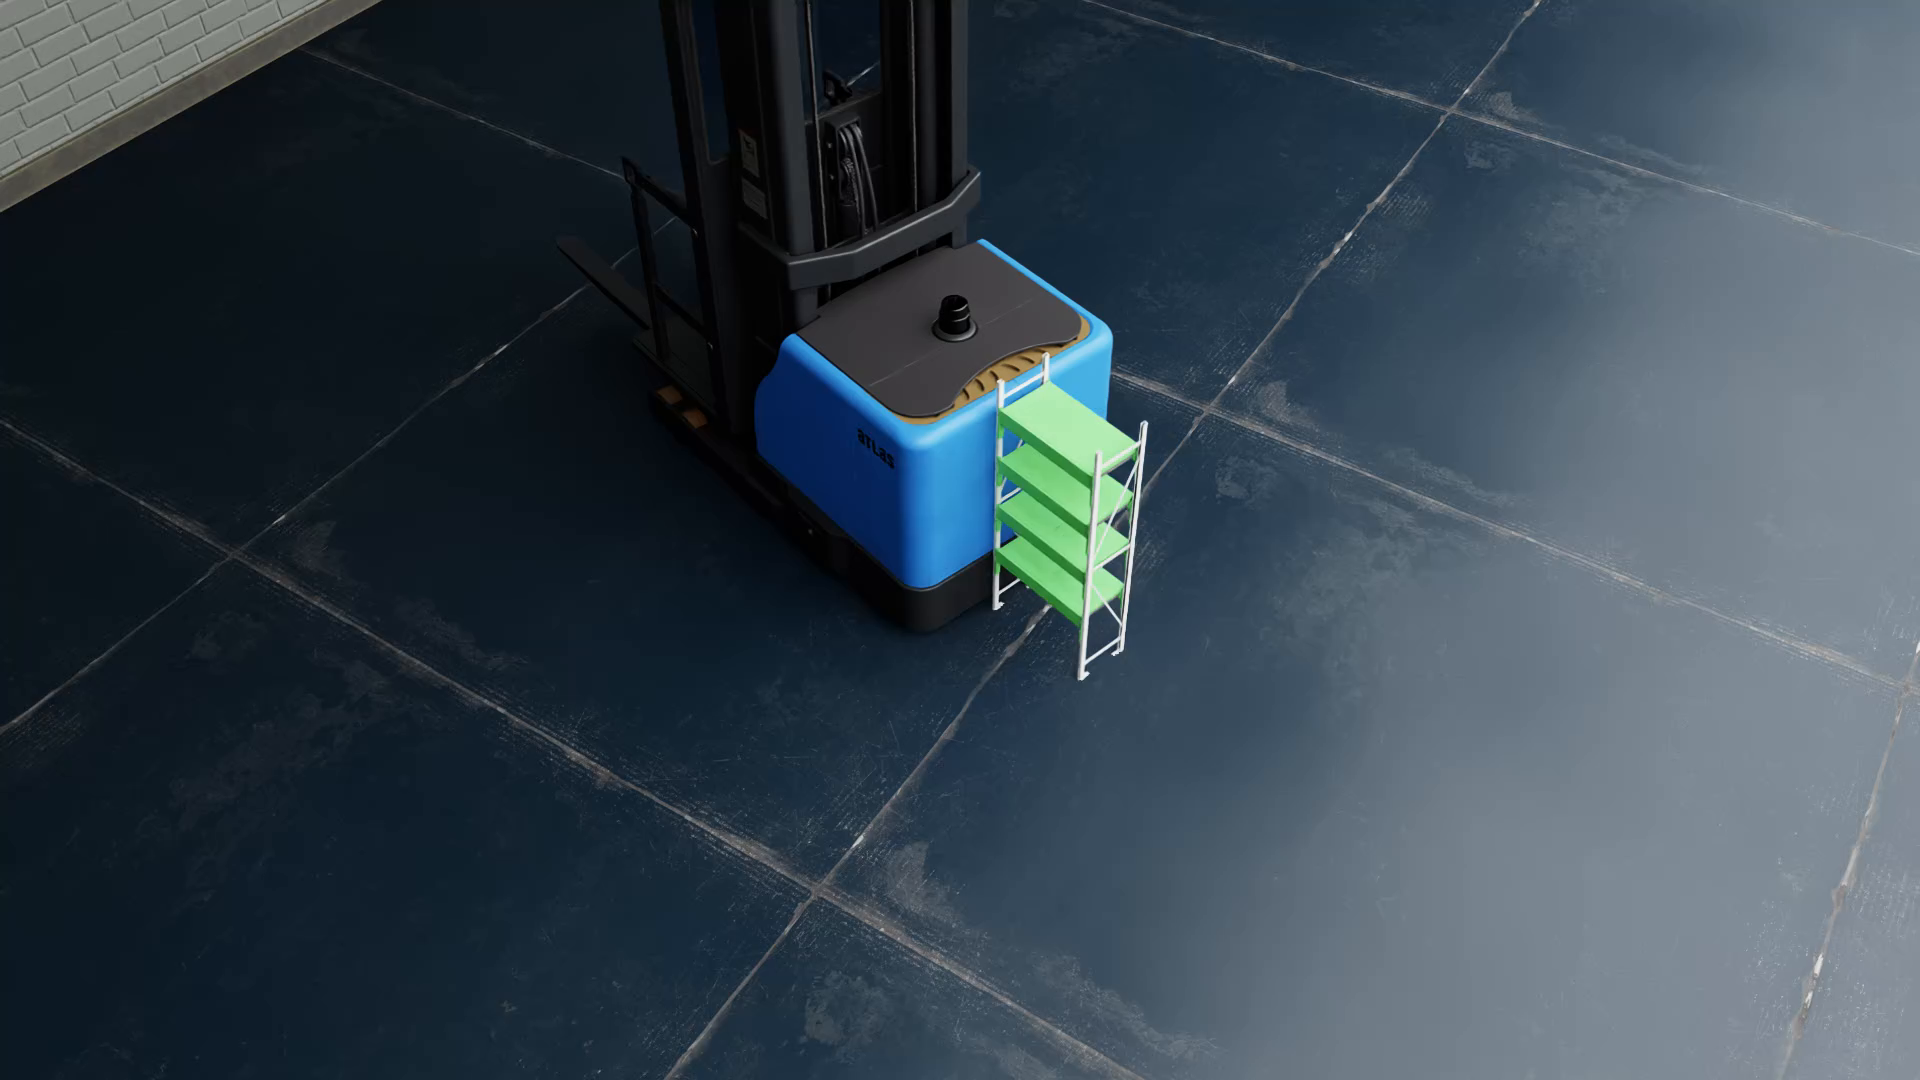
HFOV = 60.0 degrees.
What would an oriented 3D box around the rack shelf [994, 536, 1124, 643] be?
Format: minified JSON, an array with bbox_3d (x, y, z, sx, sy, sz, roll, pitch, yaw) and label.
[{"bbox_3d":[0.386,0.151,6.413,0.258,0.148,0.480,-32,54,-28],"label":"rack shelf"}]

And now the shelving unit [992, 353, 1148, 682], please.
[{"bbox_3d":[0.386,-0.061,6.195,0.258,1.200,0.503,-32,54,-28],"label":"shelving unit"}]

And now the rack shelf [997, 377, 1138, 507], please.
[{"bbox_3d":[0.386,-0.351,5.896,0.258,0.148,0.480,-32,54,-28],"label":"rack shelf"}]

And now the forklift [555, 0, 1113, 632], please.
[{"bbox_3d":[-0.739,-1.651,6.532,1.130,2.935,3.031,-31,53,-27],"label":"forklift"}]

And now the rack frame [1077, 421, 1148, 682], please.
[{"bbox_3d":[0.548,0.070,6.067,0.240,1.200,0.015,-32,54,-28],"label":"rack frame"}]

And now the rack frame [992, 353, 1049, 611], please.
[{"bbox_3d":[0.225,-0.192,6.322,0.240,1.200,0.015,-32,54,-28],"label":"rack frame"}]

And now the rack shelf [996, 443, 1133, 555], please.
[{"bbox_3d":[0.386,-0.184,6.068,0.258,0.148,0.480,-32,54,-28],"label":"rack shelf"}]

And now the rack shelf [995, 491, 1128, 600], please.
[{"bbox_3d":[0.386,-0.017,6.240,0.258,0.148,0.480,-32,54,-28],"label":"rack shelf"}]
